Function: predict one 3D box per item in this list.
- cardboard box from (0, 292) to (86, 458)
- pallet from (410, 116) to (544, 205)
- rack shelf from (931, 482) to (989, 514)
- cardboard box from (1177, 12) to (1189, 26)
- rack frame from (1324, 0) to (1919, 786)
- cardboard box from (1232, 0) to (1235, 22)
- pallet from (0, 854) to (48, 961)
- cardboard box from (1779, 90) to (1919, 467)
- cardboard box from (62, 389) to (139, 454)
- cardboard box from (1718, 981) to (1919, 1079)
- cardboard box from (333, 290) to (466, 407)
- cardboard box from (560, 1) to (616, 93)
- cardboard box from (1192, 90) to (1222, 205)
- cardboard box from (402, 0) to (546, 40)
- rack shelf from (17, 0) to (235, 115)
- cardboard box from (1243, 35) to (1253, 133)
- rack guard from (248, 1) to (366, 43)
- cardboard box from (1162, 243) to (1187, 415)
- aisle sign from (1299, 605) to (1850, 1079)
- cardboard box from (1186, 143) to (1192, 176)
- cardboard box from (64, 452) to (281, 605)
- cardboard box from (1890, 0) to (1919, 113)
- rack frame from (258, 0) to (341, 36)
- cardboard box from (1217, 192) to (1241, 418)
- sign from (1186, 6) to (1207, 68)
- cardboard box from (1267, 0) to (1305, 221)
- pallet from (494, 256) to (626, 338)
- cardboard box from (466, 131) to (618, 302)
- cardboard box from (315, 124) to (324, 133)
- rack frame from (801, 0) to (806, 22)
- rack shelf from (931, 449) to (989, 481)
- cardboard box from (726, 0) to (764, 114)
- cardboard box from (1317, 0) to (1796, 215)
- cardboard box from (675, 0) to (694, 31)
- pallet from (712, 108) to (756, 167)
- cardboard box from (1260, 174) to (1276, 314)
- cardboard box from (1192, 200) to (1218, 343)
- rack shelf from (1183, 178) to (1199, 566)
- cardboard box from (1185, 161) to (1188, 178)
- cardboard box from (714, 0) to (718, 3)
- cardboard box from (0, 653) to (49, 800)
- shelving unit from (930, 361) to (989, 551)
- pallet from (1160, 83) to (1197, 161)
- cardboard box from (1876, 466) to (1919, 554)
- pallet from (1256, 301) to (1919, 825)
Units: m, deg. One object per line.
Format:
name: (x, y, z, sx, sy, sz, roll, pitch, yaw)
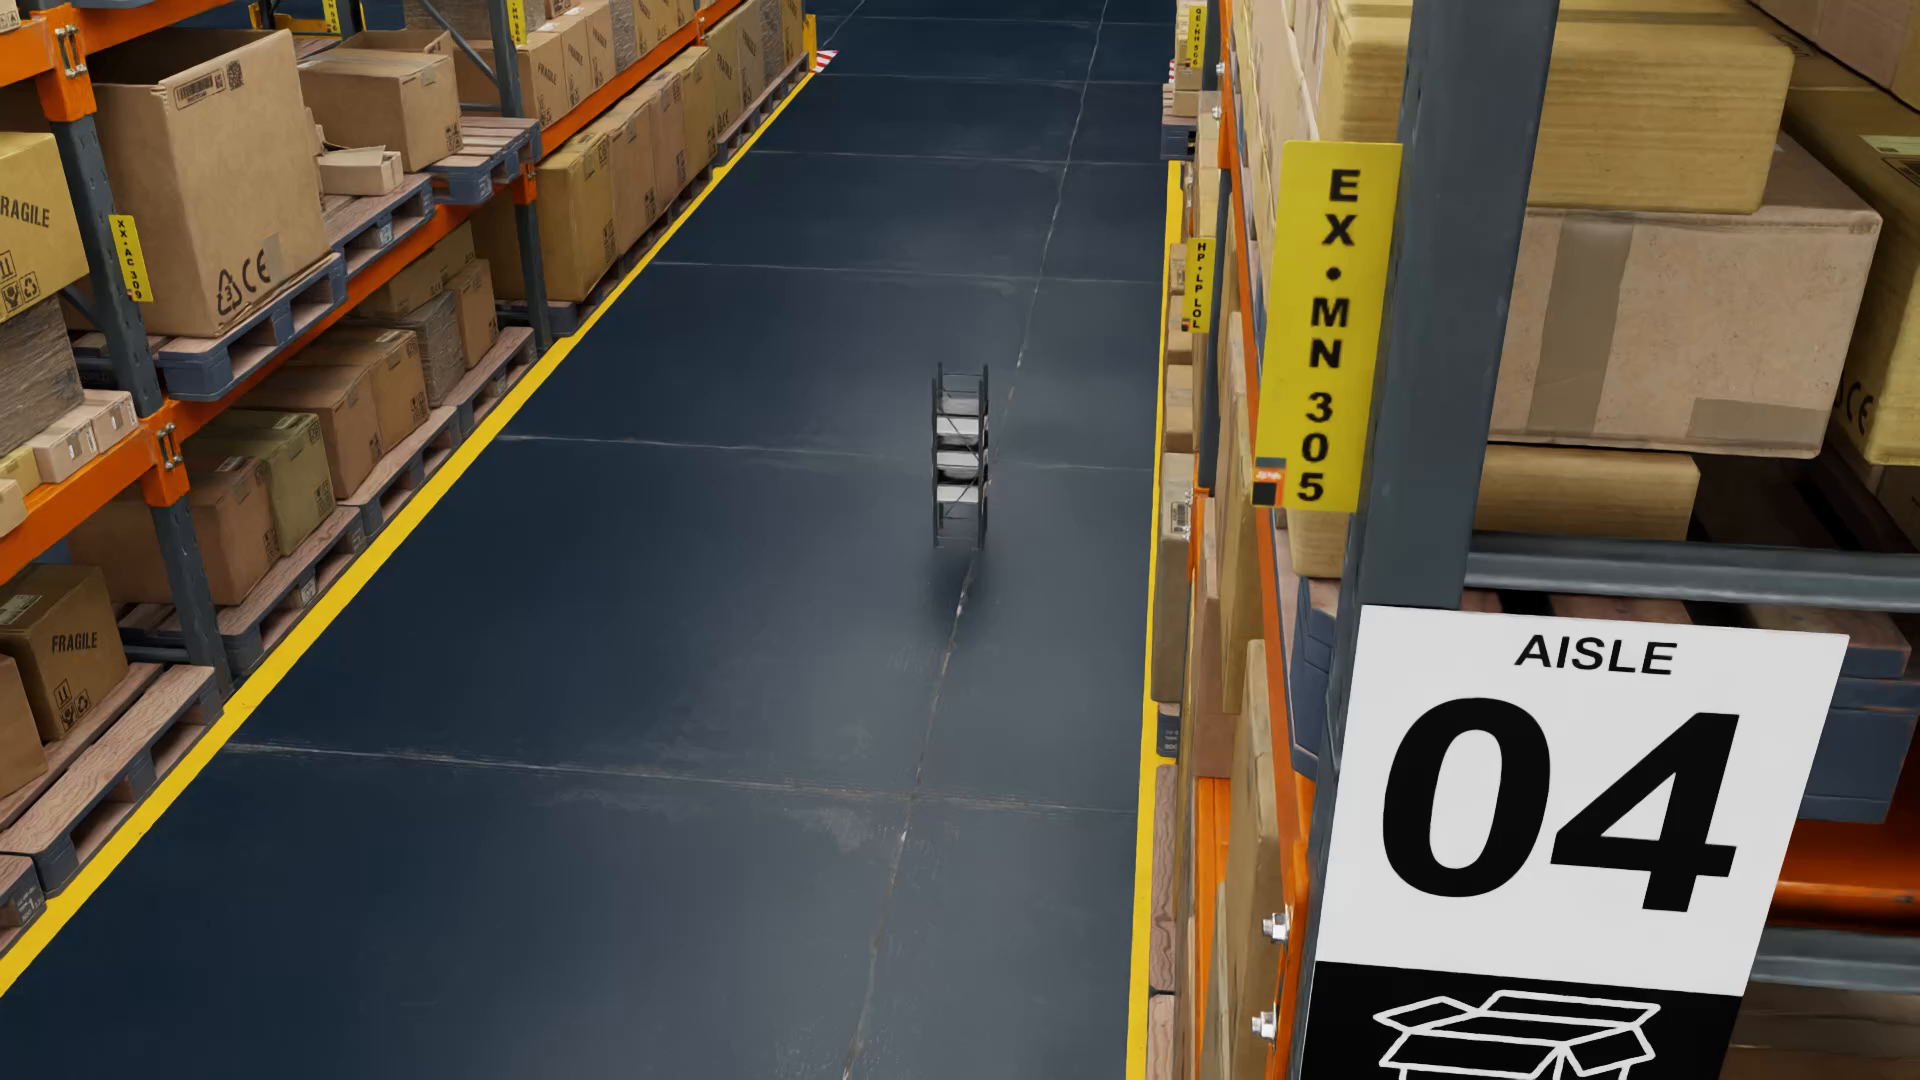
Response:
cardboard box: (-3.693, -0.643, 5.861, 0.875, 0.500, 0.500, 3, 28, 6)
pallet: (-3.068, -2.133, 9.248, 1.213, 0.211, 1.003, 3, 28, 6)
rack shelf: (0.001, -0.212, 8.145, 0.258, 0.077, 0.200, 3, 28, 6)
cardboard box: (1.494, -3.058, 9.958, 0.380, 0.149, 0.250, 4, 29, 8)
rack frame: (0.843, -1.098, 0.801, 1.000, 3.000, 0.127, 3, 28, 6)
cardboard box: (0.890, -1.388, 4.218, 0.380, 0.149, 0.250, 3, 28, 6)
pallet: (-3.771, 1.446, 5.344, 1.003, 0.211, 1.213, 3, 28, 6)
cardboard box: (1.157, -0.284, 1.748, 0.500, 0.250, 0.500, 3, 28, 6)
cardboard box: (-3.311, -0.447, 6.182, 0.380, 0.149, 0.250, 3, 28, 6)
cardboard box: (0.927, 0.829, 2.252, 0.875, 0.550, 0.550, 3, 28, 6)
cardboard box: (-3.204, -1.074, 9.252, 0.700, 0.500, 0.500, 1, 28, 2)
cardboard box: (-2.637, -3.300, 11.108, 0.500, 0.500, 0.500, 3, 28, 5)
cardboard box: (1.501, -2.071, 8.827, 0.500, 0.500, 0.500, 4, 29, 7)
cardboard box: (-2.981, -3.388, 10.213, 0.797, 0.503, 0.637, 4, 29, 8)
rack shelf: (-3.332, -2.621, 7.549, 1.077, 0.370, 4.000, 3, 28, 6)
cardboard box: (0.765, -0.911, 3.333, 0.380, 0.149, 0.250, 4, 29, 7)
rack guard: (-7.032, -5.524, 17.977, 1.175, 0.500, 0.348, 3, 28, 6)
cardboard box: (1.660, -1.136, 9.125, 1.050, 0.750, 0.750, 3, 28, 6)
aisle sign: (0.537, 0.414, 1.578, 0.394, 0.787, 0.004, 3, 28, 6)
cardboard box: (1.831, -2.697, 11.496, 0.500, 0.250, 0.500, 4, 29, 8)
cardboard box: (-3.480, -0.057, 7.365, 0.700, 0.500, 0.500, 1, 28, 2)
cardboard box: (1.232, -0.504, 1.736, 0.380, 0.149, 0.250, 4, 29, 6)
rack frame: (-7.022, -6.612, 17.361, 1.000, 3.000, 0.127, 3, 28, 6)
cardboard box: (1.254, -0.710, 5.108, 0.875, 0.550, 0.550, 3, 28, 6)
sign: (1.284, -2.725, 9.008, 0.100, 0.325, 0.005, 3, 28, 6)
cardboard box: (0.688, -0.554, 2.249, 0.500, 0.250, 0.500, 3, 29, 6)
pallet: (-2.915, -1.698, 11.179, 1.003, 0.211, 1.213, 3, 28, 6)
cardboard box: (-2.981, -2.132, 10.842, 1.225, 0.875, 0.875, 2, 28, 4)
cardboard box: (-3.520, -1.902, 8.334, 0.500, 0.250, 0.500, 3, 28, 5)
rack frame: (-2.106, -6.325, 16.827, 1.000, 3.000, 0.127, 3, 28, 6)
rack shelf: (0.001, -0.371, 8.059, 0.258, 0.077, 0.200, 3, 28, 6)
cardboard box: (-2.326, -4.421, 15.091, 0.875, 0.875, 0.875, 3, 28, 6)
cardboard box: (0.548, -0.426, 1.591, 0.380, 0.149, 0.250, 4, 29, 7)
cardboard box: (-2.383, -4.250, 12.870, 0.500, 0.500, 0.500, 3, 29, 6)
pallet: (-2.426, -3.567, 14.649, 1.003, 0.211, 1.213, 3, 28, 6)
cardboard box: (0.642, -0.431, 2.441, 0.380, 0.149, 0.250, 4, 29, 7)
cardboard box: (1.256, -1.121, 7.063, 0.500, 0.500, 0.500, 4, 29, 7)
rack shelf: (1.579, -0.965, 7.637, 1.077, 0.370, 4.000, 3, 28, 6)
cardboard box: (1.897, -2.609, 12.123, 0.500, 0.500, 0.500, 5, 29, 8)
cardboard box: (-2.198, -4.575, 13.844, 0.380, 0.149, 0.250, 2, 28, 5)
cardboard box: (-3.728, 0.696, 5.989, 0.500, 0.500, 0.500, 13, 31, 22)
shelving unit: (0.001, -0.400, 8.044, 0.258, 0.900, 0.210, 3, 28, 6)
pallet: (1.805, -2.480, 9.893, 1.213, 0.211, 1.003, 3, 28, 6)
cardboard box: (1.204, -0.039, 1.714, 0.380, 0.149, 0.250, 4, 29, 7)
pallet: (0.924, -0.089, 2.183, 1.003, 0.211, 1.213, 3, 28, 6)
